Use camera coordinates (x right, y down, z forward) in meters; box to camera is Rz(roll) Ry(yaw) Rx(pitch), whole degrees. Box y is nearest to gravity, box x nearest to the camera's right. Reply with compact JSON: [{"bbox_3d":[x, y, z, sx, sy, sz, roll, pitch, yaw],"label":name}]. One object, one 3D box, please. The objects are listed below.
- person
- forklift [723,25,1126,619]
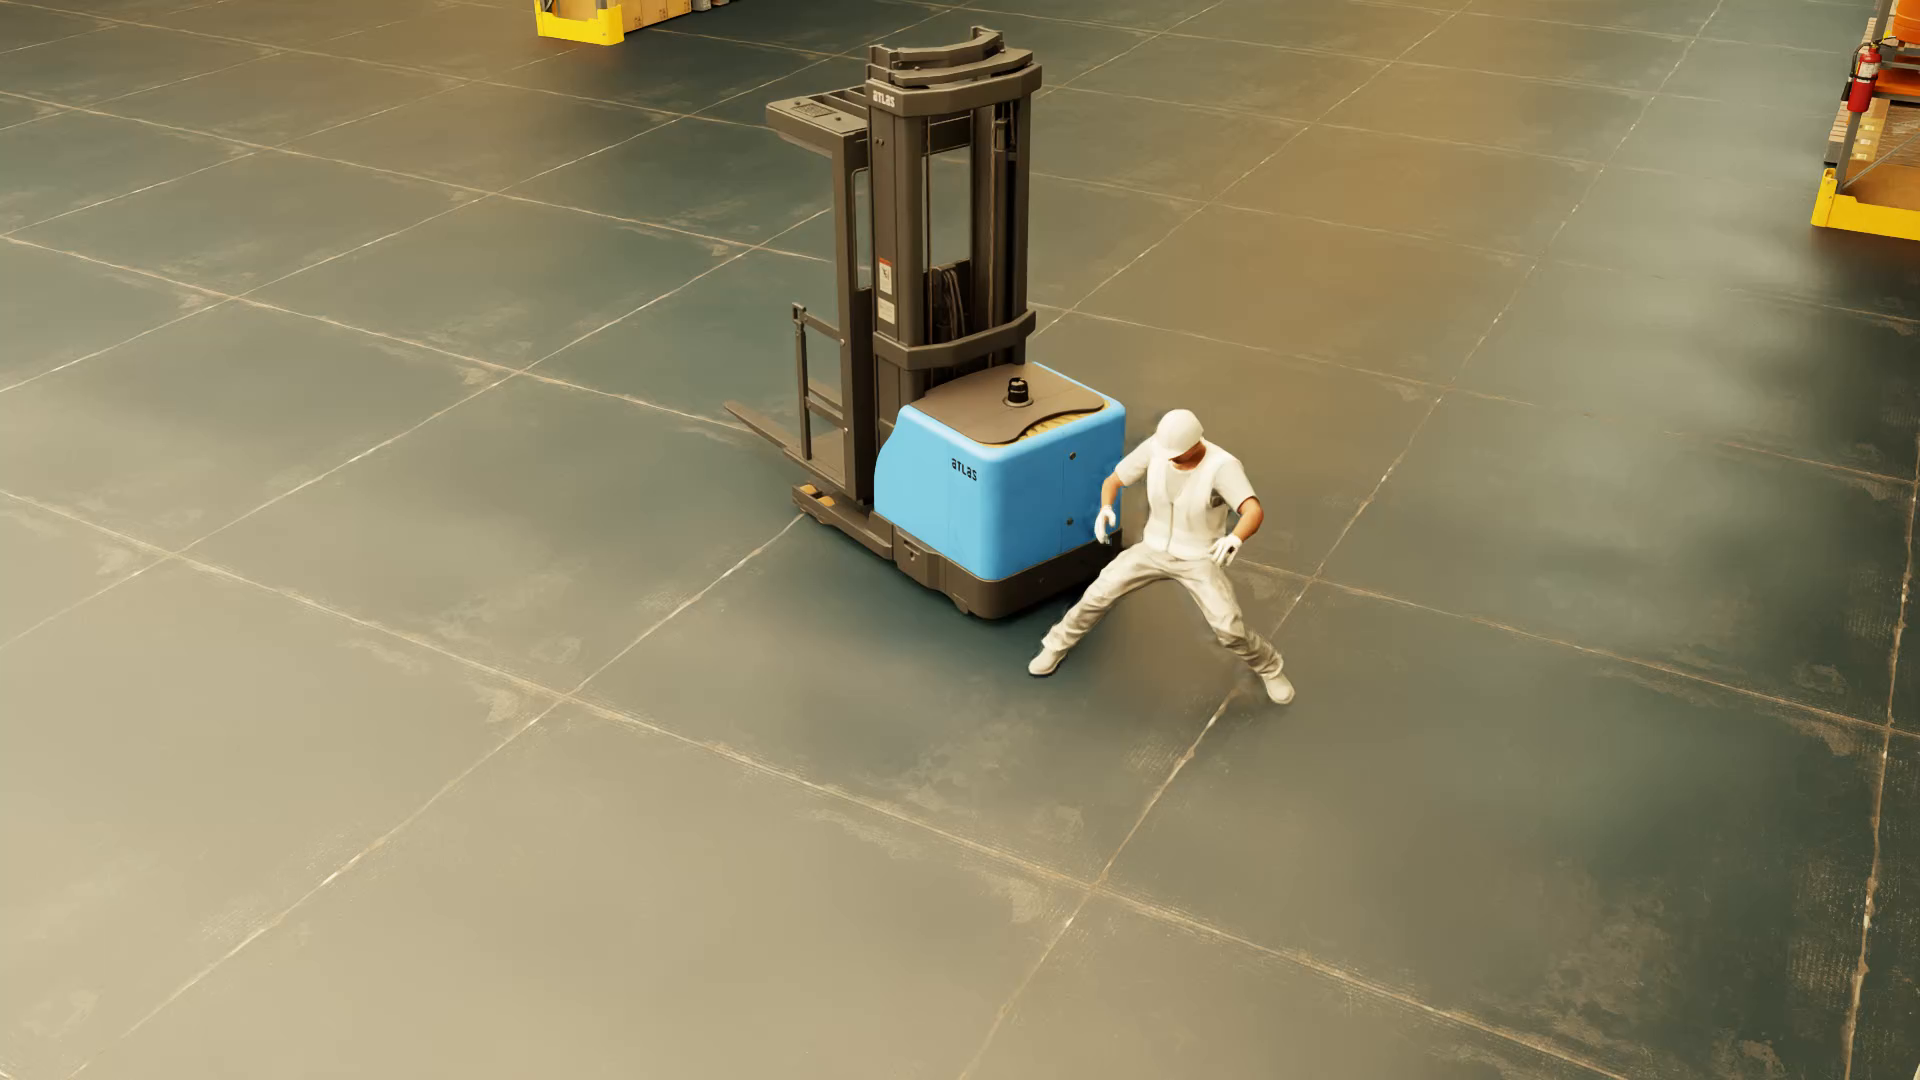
[{"bbox_3d":[1.055,0.082,8.307,1.296,1.551,0.757,21,36,32],"label":"person"},{"bbox_3d":[-0.382,-1.507,9.682,1.130,2.935,3.031,-22,37,-33],"label":"forklift"}]
